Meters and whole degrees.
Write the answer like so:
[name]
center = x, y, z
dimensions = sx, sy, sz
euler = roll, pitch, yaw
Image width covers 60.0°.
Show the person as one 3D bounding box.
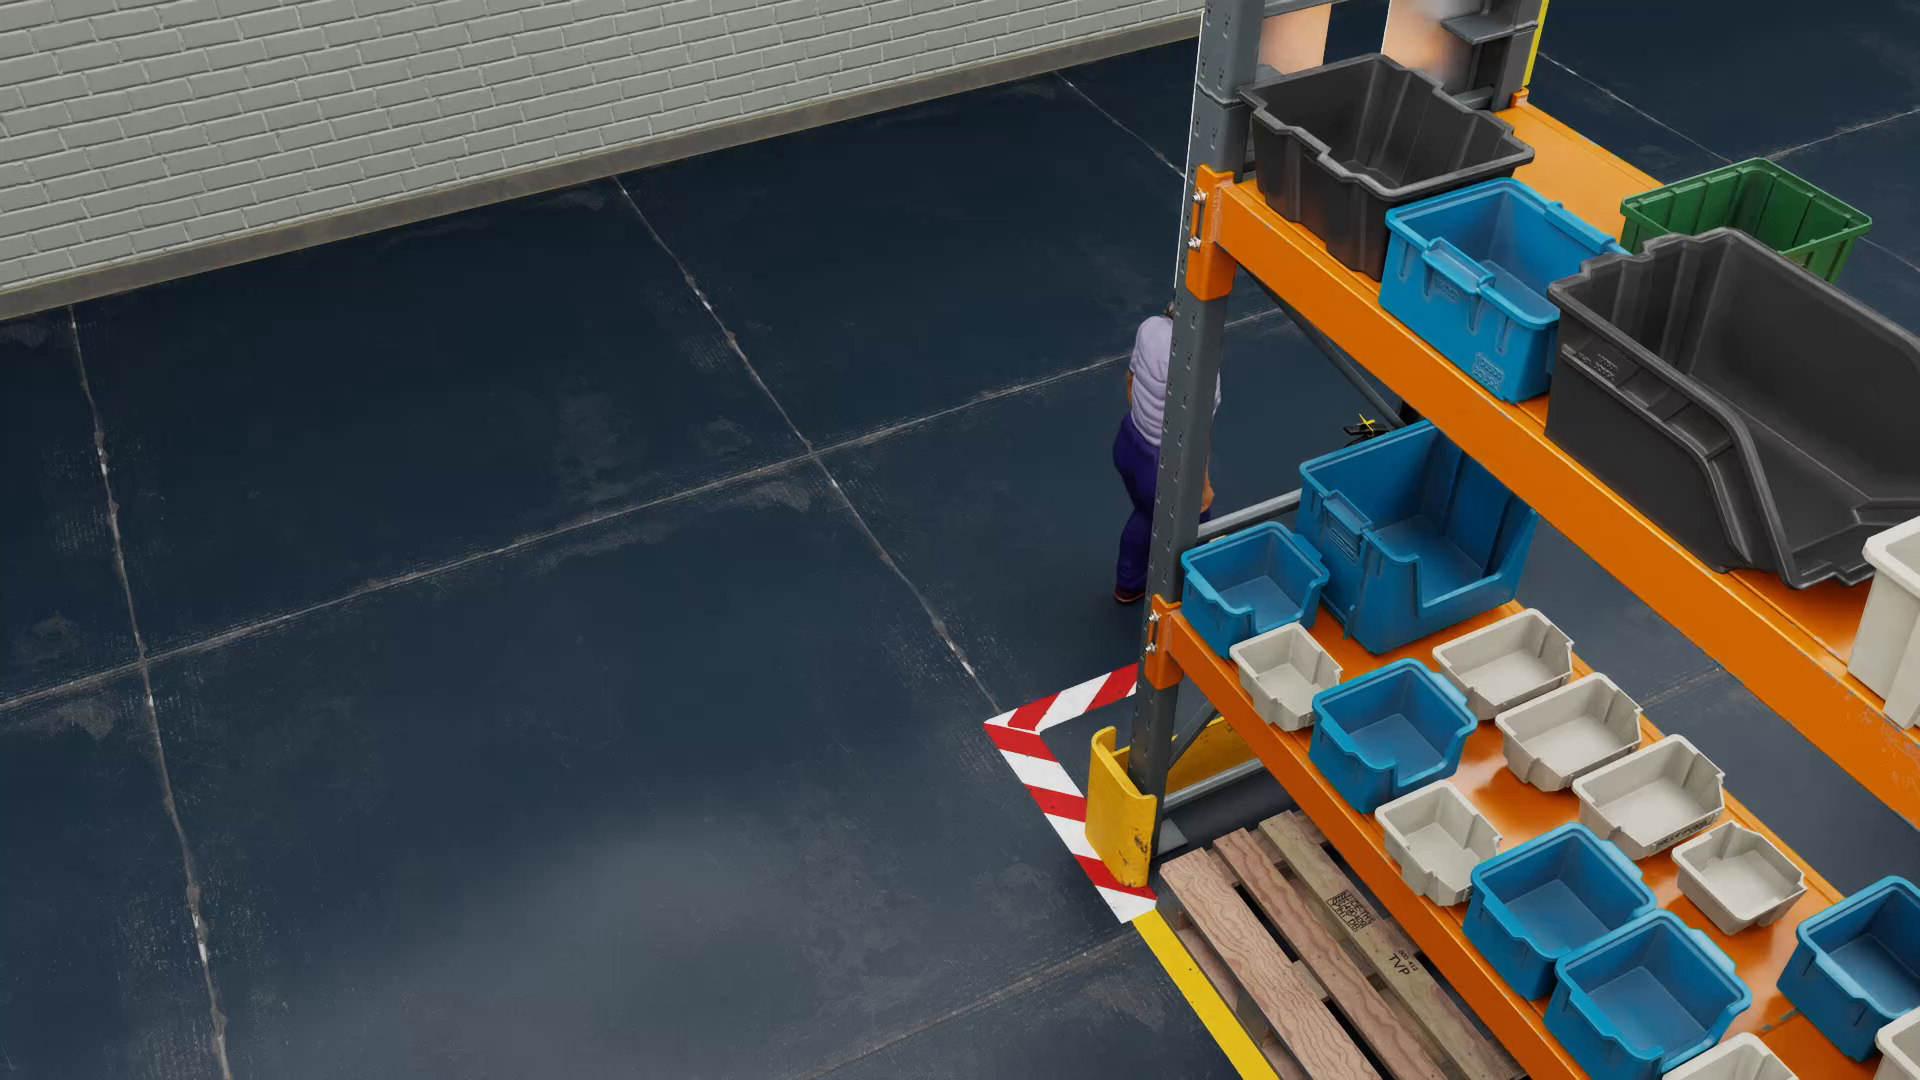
[person]
center = 0.821, -0.313, 6.519
dimensions = 0.373, 1.651, 0.537
euler = -17, 44, -18
